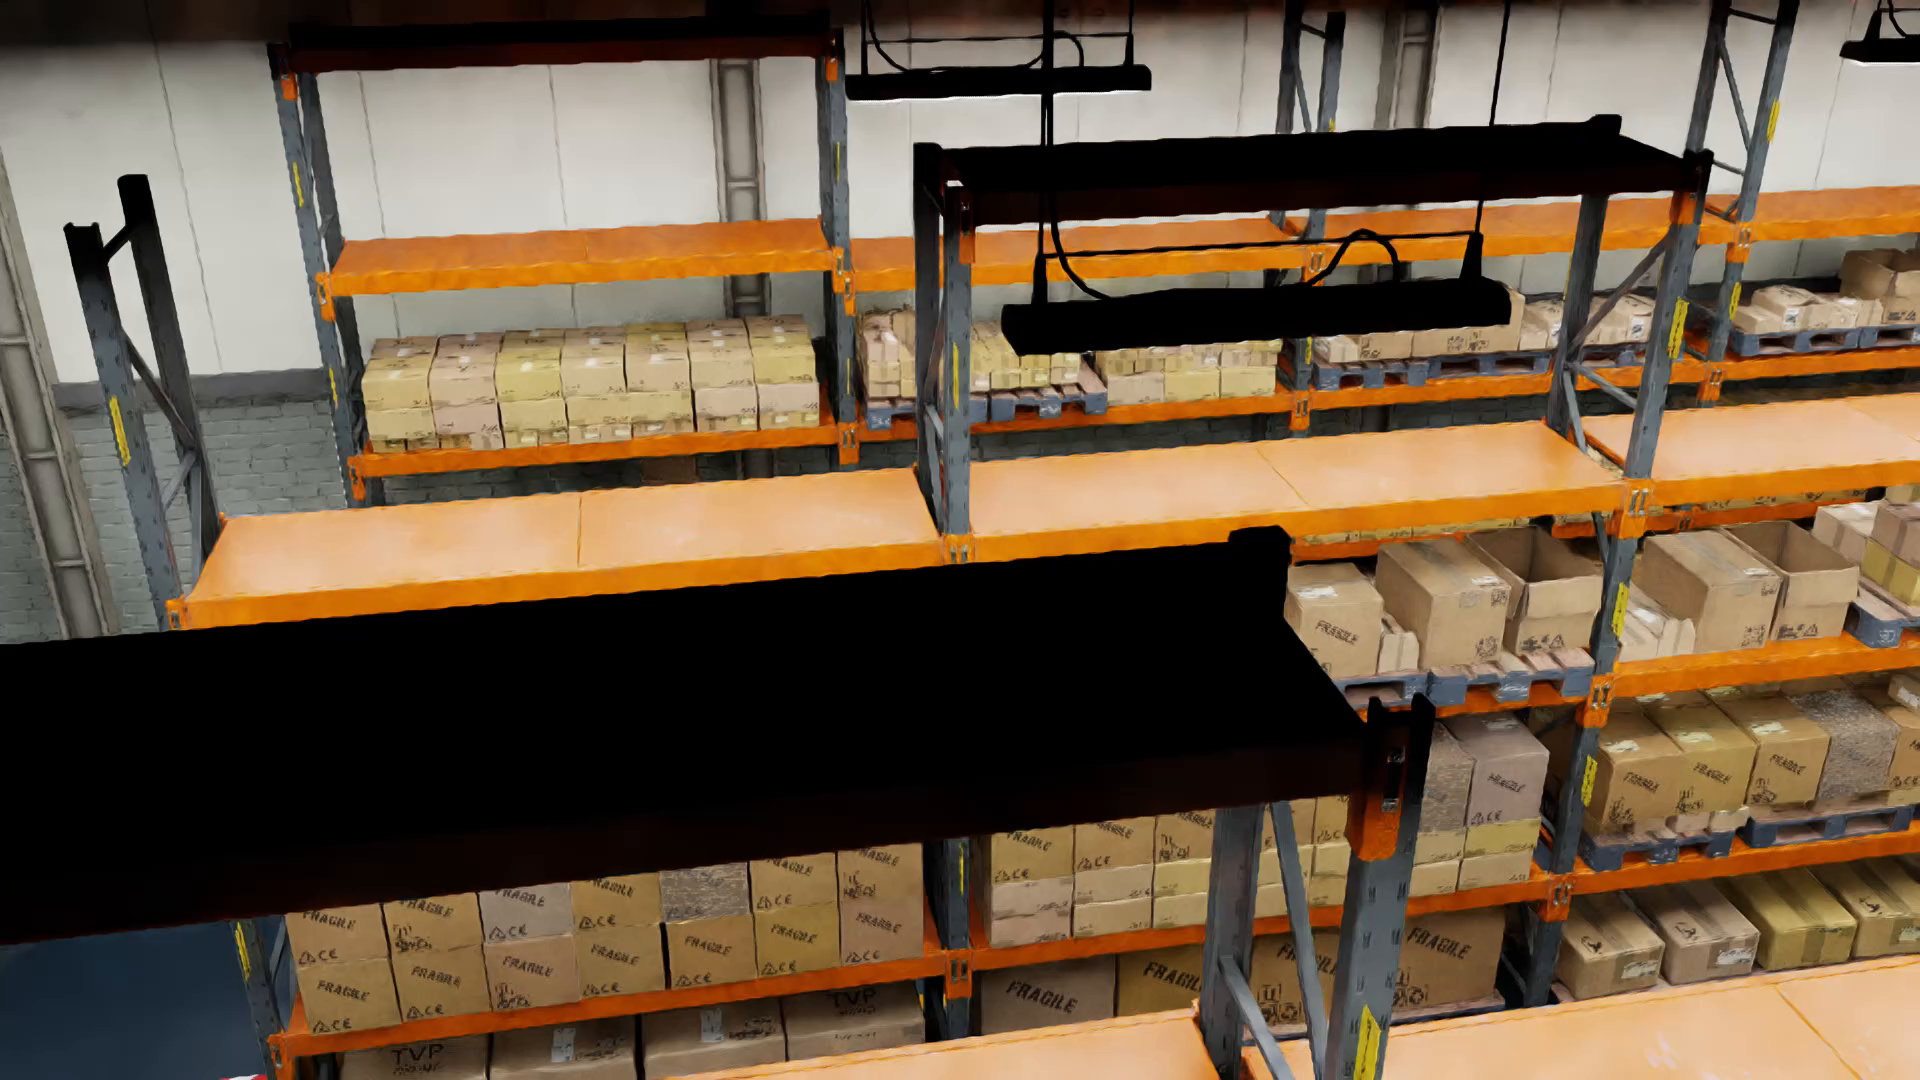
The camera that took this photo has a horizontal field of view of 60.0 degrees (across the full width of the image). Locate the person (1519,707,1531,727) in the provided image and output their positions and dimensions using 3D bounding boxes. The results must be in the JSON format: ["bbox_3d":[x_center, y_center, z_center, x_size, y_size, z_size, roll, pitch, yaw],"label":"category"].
[{"bbox_3d":[4.544,1.498,13.273,0.497,1.661,0.467,9,27,17],"label":"person"}]
